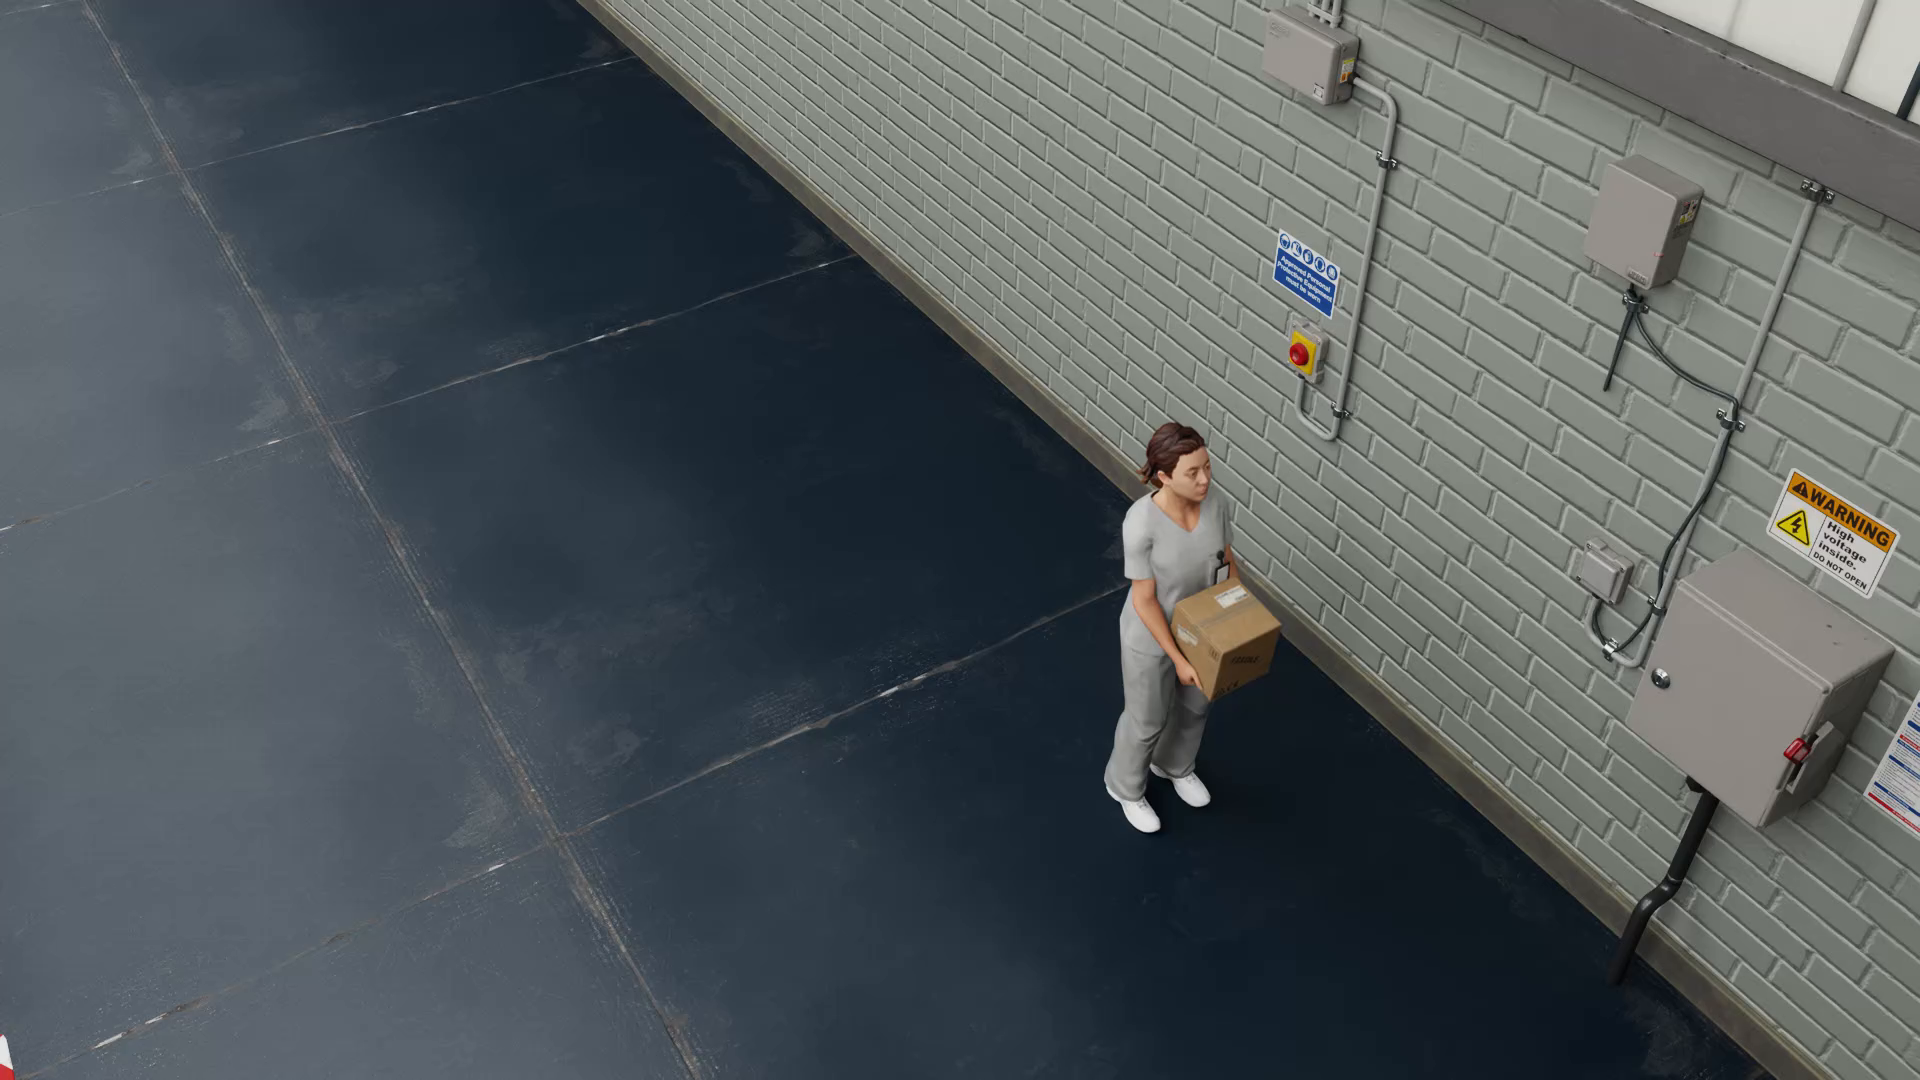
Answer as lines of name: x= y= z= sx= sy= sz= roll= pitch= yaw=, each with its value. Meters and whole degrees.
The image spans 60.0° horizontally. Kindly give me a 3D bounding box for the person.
person: x=0.768 y=0.352 z=5.761 sx=0.438 sy=1.662 sz=0.552 roll=-22 pitch=46 yaw=-24
